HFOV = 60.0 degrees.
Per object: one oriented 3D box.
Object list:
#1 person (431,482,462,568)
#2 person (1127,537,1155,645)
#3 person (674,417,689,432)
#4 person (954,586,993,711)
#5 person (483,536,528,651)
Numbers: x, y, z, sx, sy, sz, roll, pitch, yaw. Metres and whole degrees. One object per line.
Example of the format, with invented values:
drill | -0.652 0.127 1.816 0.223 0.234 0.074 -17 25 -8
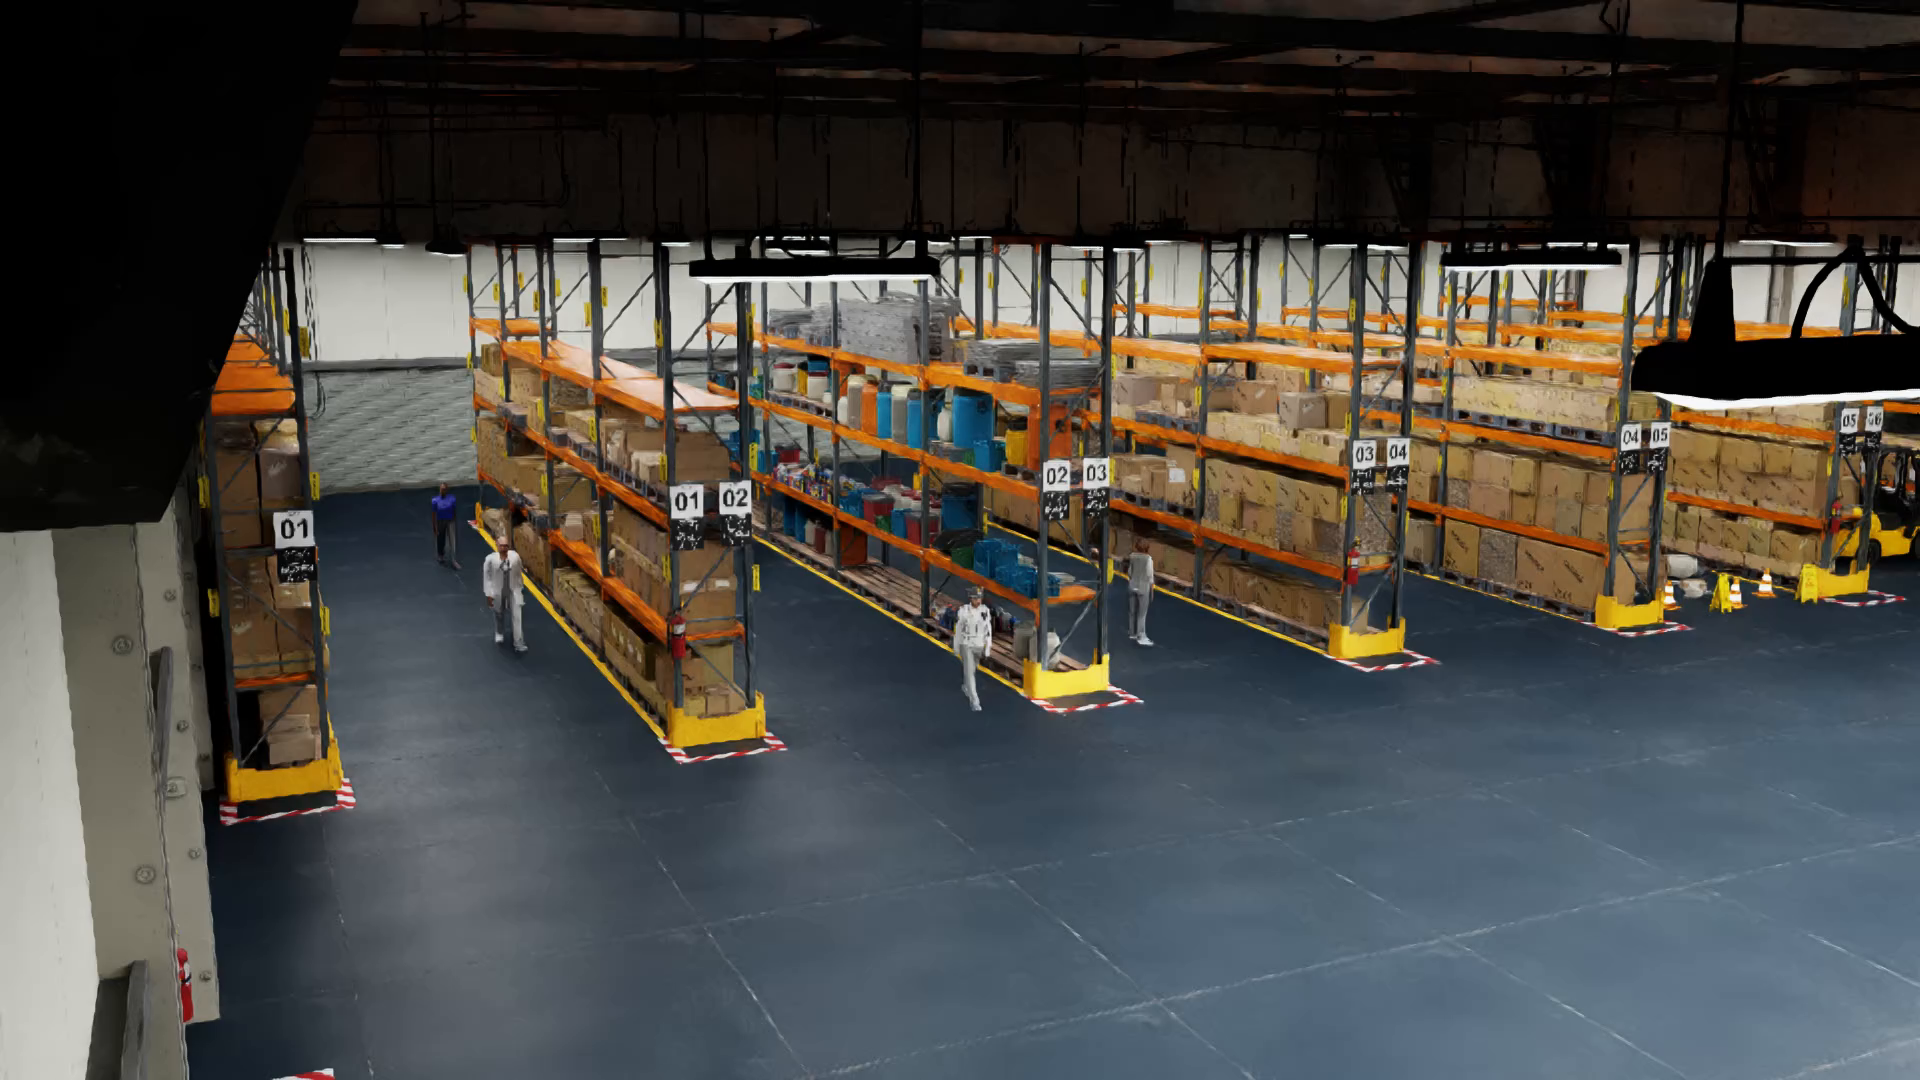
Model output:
person | -9.438 -0.301 30.457 0.447 1.574 1.088 -4 12 -21
person | 2.729 0.757 24.988 0.504 1.590 0.419 9 14 38
person | -6.746 -2.166 39.730 0.616 1.735 1.017 -2 11 -8
person | 0.200 1.364 21.781 0.491 1.586 1.068 -4 12 -21
person | -6.748 0.765 24.625 0.585 1.698 1.194 -4 12 -21
